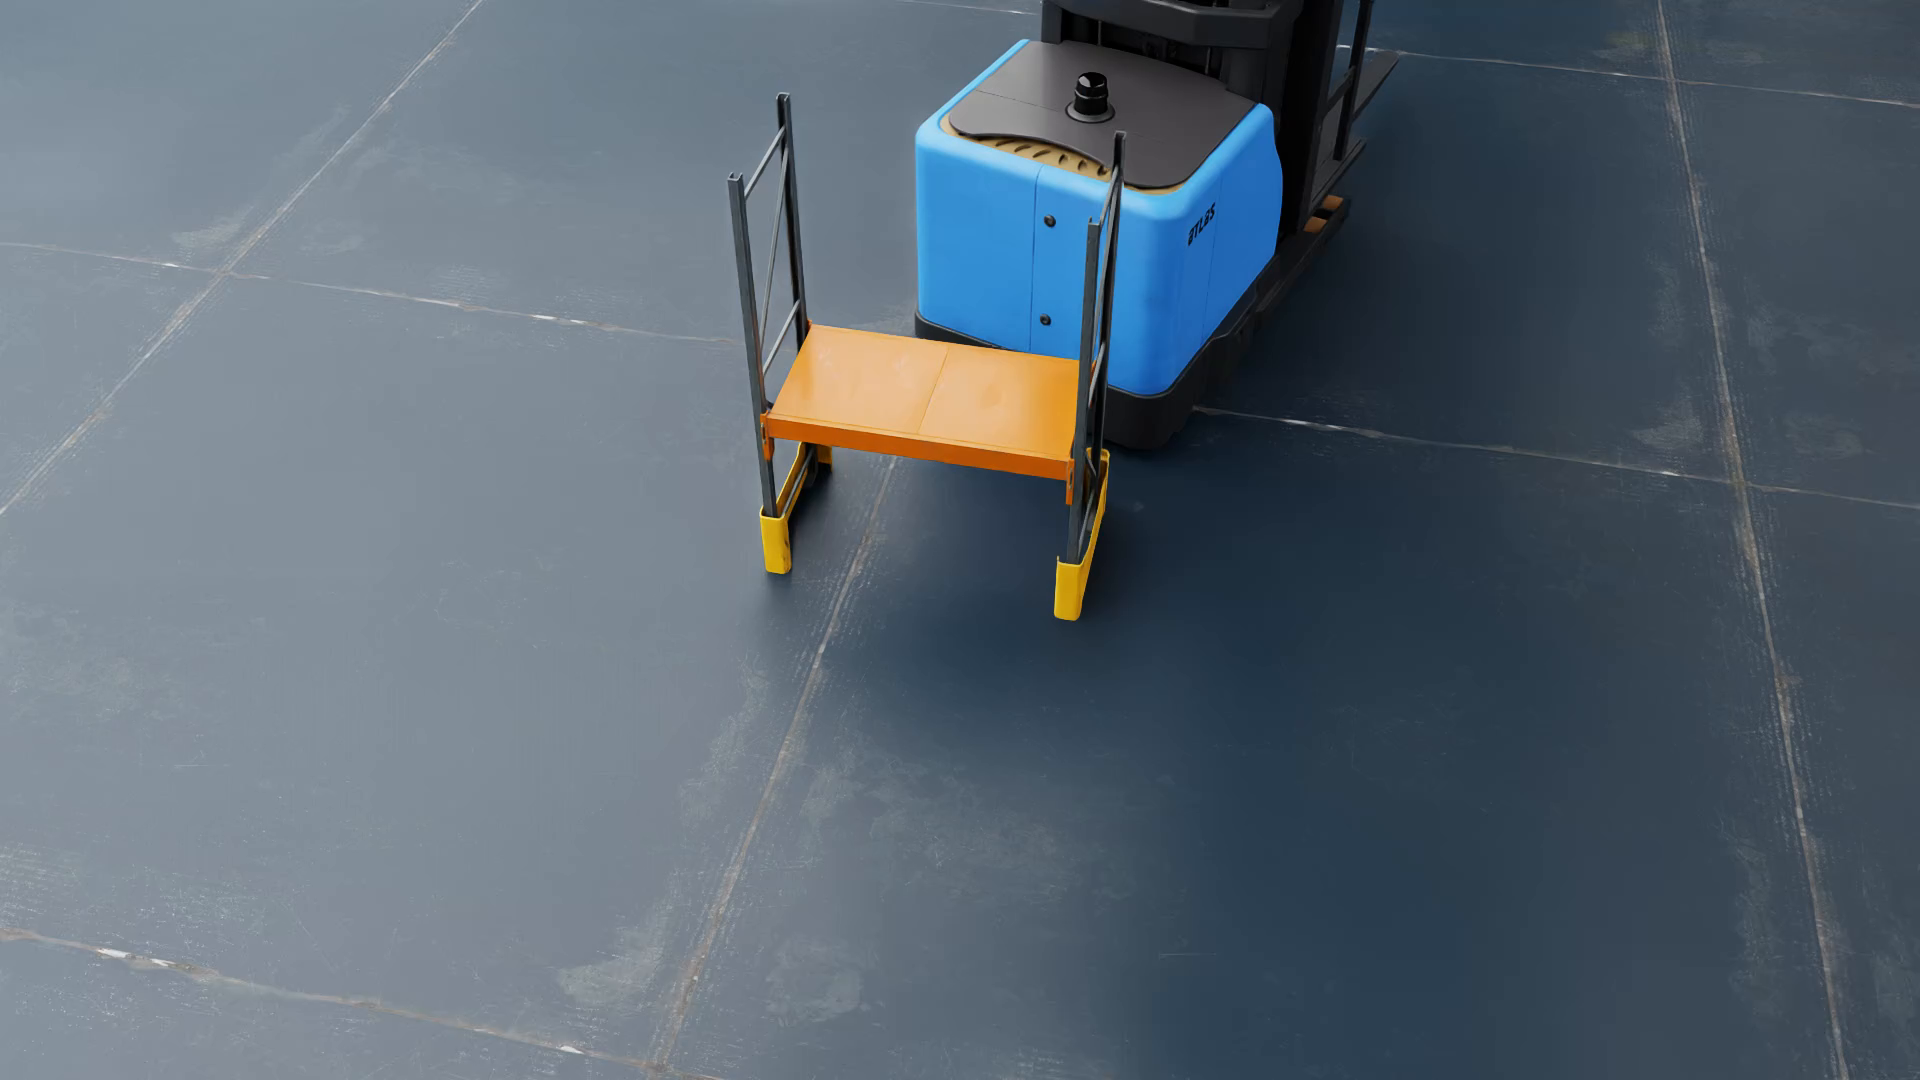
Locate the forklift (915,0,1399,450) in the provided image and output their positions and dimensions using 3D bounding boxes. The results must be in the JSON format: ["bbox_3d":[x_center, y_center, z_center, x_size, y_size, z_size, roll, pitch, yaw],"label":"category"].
[{"bbox_3d":[1.008,-2.391,6.120,1.130,2.935,3.031,22,48,21],"label":"forklift"}]

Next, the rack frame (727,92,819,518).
[{"bbox_3d":[-0.579,-0.630,5.323,0.032,1.500,0.500,9,45,9],"label":"rack frame"}]

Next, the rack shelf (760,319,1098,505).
[{"bbox_3d":[-0.083,-0.424,5.368,1.000,0.185,0.538,9,45,9],"label":"rack shelf"}]

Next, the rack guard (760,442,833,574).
[{"bbox_3d":[-0.560,-0.177,5.754,0.087,0.250,0.587,9,45,9],"label":"rack guard"}]

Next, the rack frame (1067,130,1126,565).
[{"bbox_3d":[0.413,-0.476,5.163,0.032,1.500,0.500,9,45,9],"label":"rack frame"}]

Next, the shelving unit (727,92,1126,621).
[{"bbox_3d":[-0.074,-0.552,5.242,1.083,1.500,0.587,9,45,9],"label":"shelving unit"}]

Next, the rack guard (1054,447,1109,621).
[{"bbox_3d":[0.412,-0.026,5.597,0.087,0.250,0.587,9,45,9],"label":"rack guard"}]
